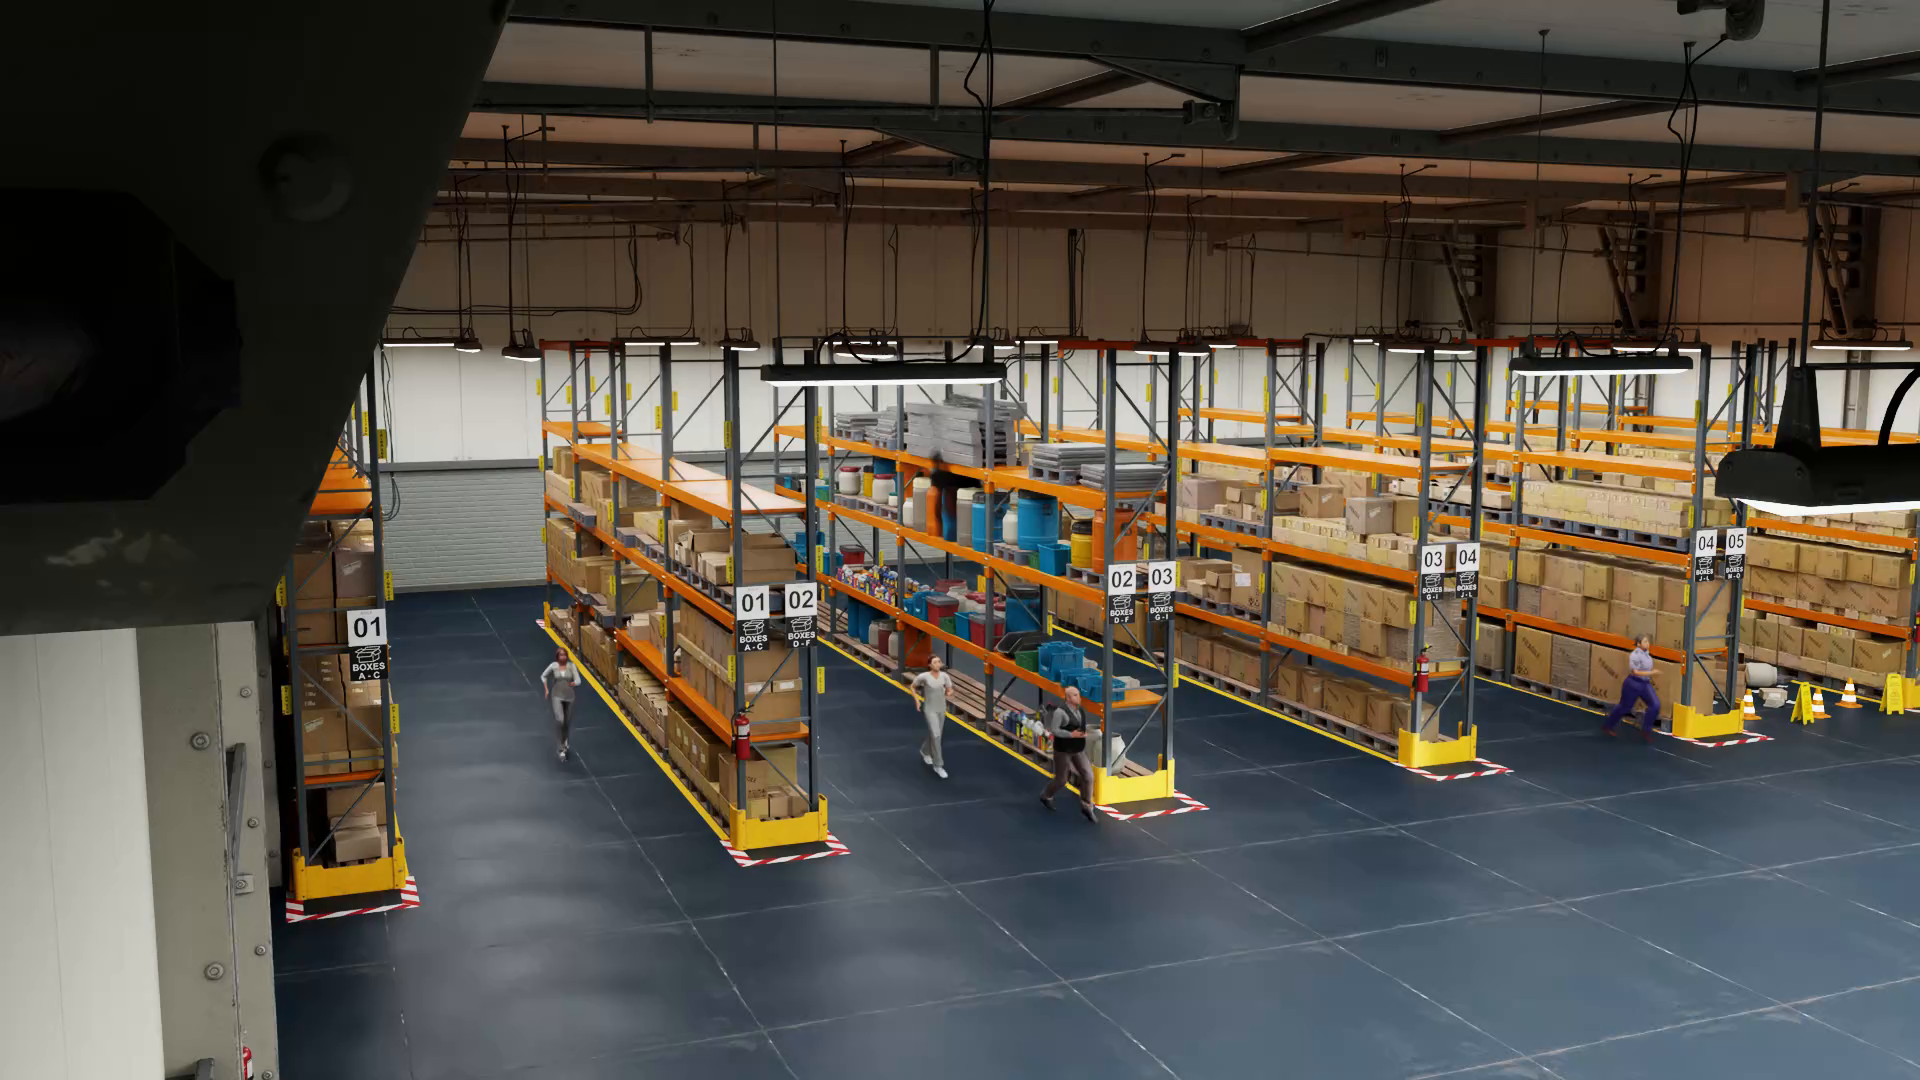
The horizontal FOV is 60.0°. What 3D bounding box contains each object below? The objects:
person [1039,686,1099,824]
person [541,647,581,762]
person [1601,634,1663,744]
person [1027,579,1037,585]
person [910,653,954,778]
[{"bbox_3d":[1.380,2.732,21.312,0.679,1.757,0.884,-7,10,-41],"label":"person"},{"bbox_3d":[-5.825,2.372,24.364,0.510,1.642,0.733,-4,8,-26],"label":"person"},{"bbox_3d":[10.260,2.256,25.257,0.612,1.677,0.869,-7,10,-41],"label":"person"},{"bbox_3d":[1.343,1.457,31.062,0.607,1.651,0.941,-4,8,-26],"label":"person"},{"bbox_3d":[-0.365,2.431,23.470,0.554,1.682,0.907,-5,9,-31],"label":"person"}]
